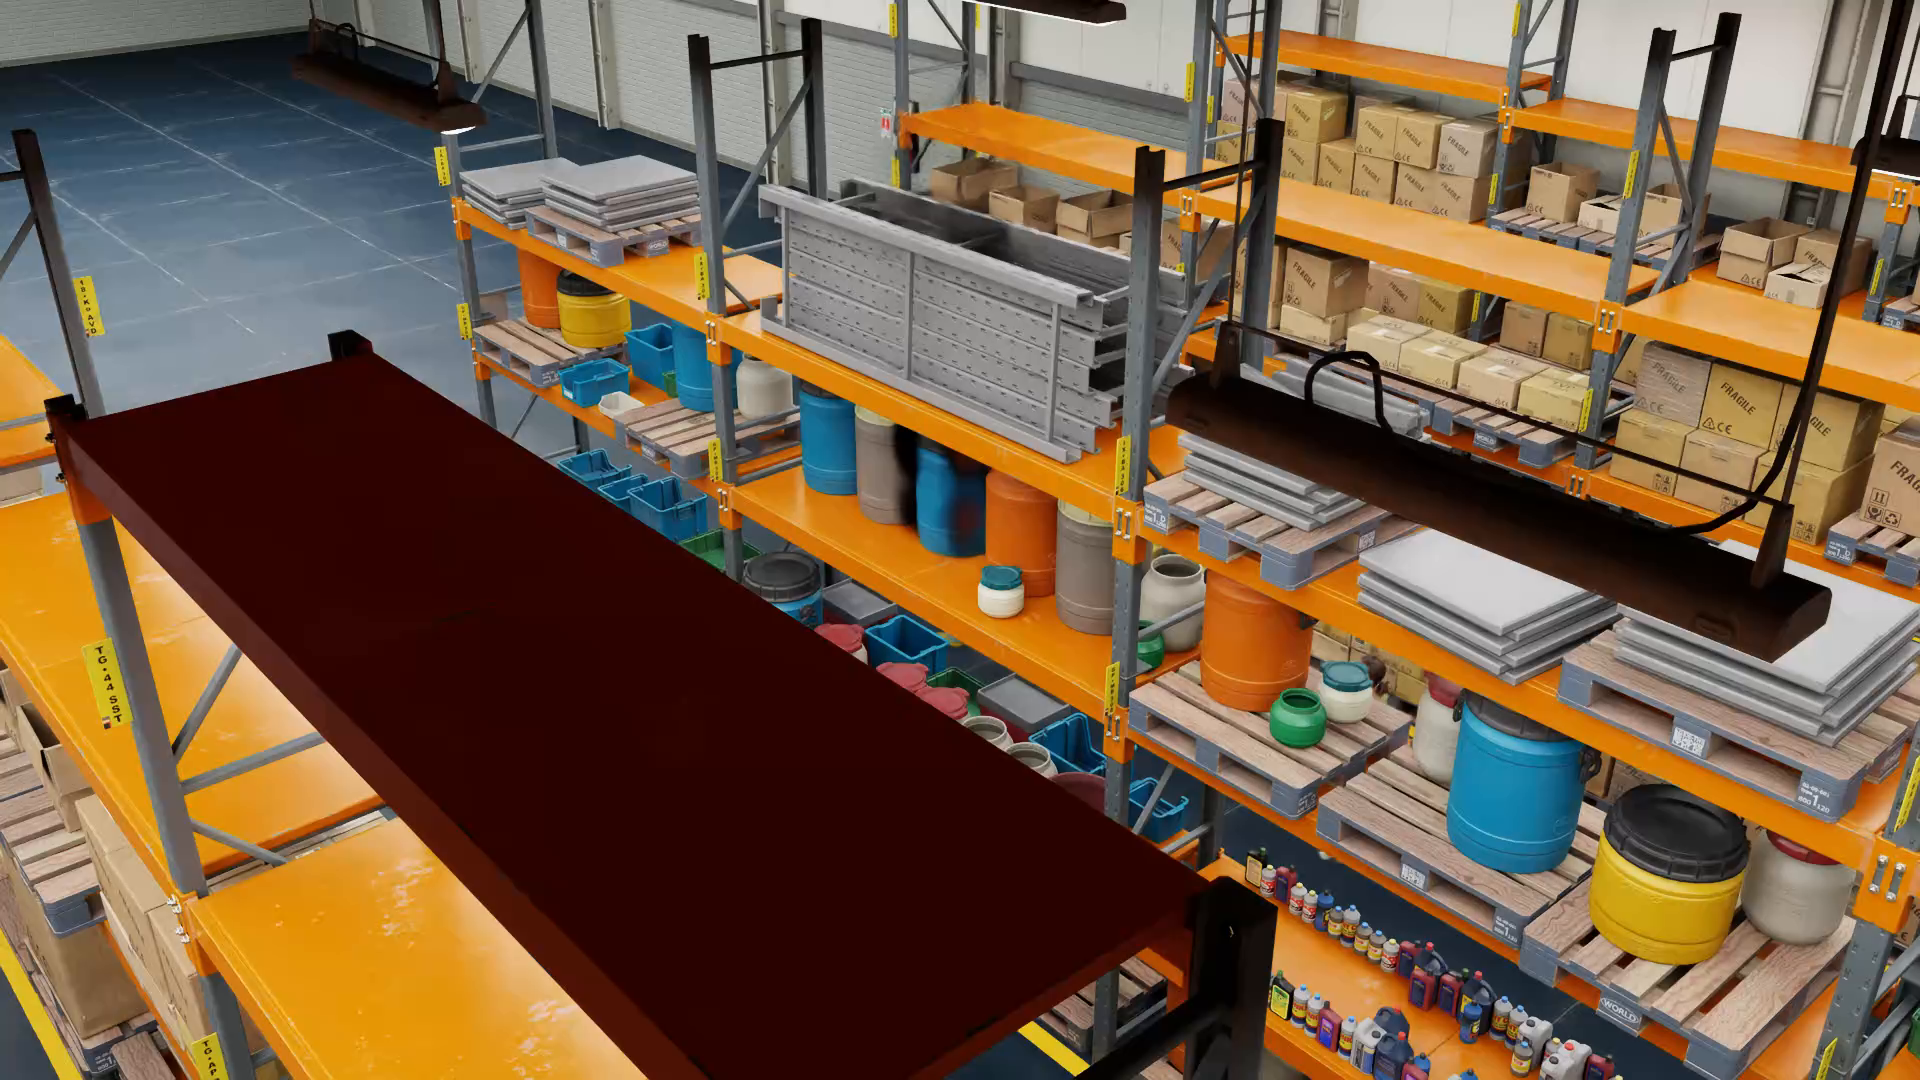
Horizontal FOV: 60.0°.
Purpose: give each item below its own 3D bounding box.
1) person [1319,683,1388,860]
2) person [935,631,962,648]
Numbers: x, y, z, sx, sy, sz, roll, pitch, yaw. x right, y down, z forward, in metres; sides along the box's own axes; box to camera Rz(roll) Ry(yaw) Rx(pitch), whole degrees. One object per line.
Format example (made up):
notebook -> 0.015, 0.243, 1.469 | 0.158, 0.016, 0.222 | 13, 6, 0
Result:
person -> 2.925, 1.730, 12.035 | 0.571, 1.504, 0.513 | 21, 34, 35
person -> 0.100, 0.217, 14.552 | 0.826, 1.777, 0.712 | 18, 32, 31
